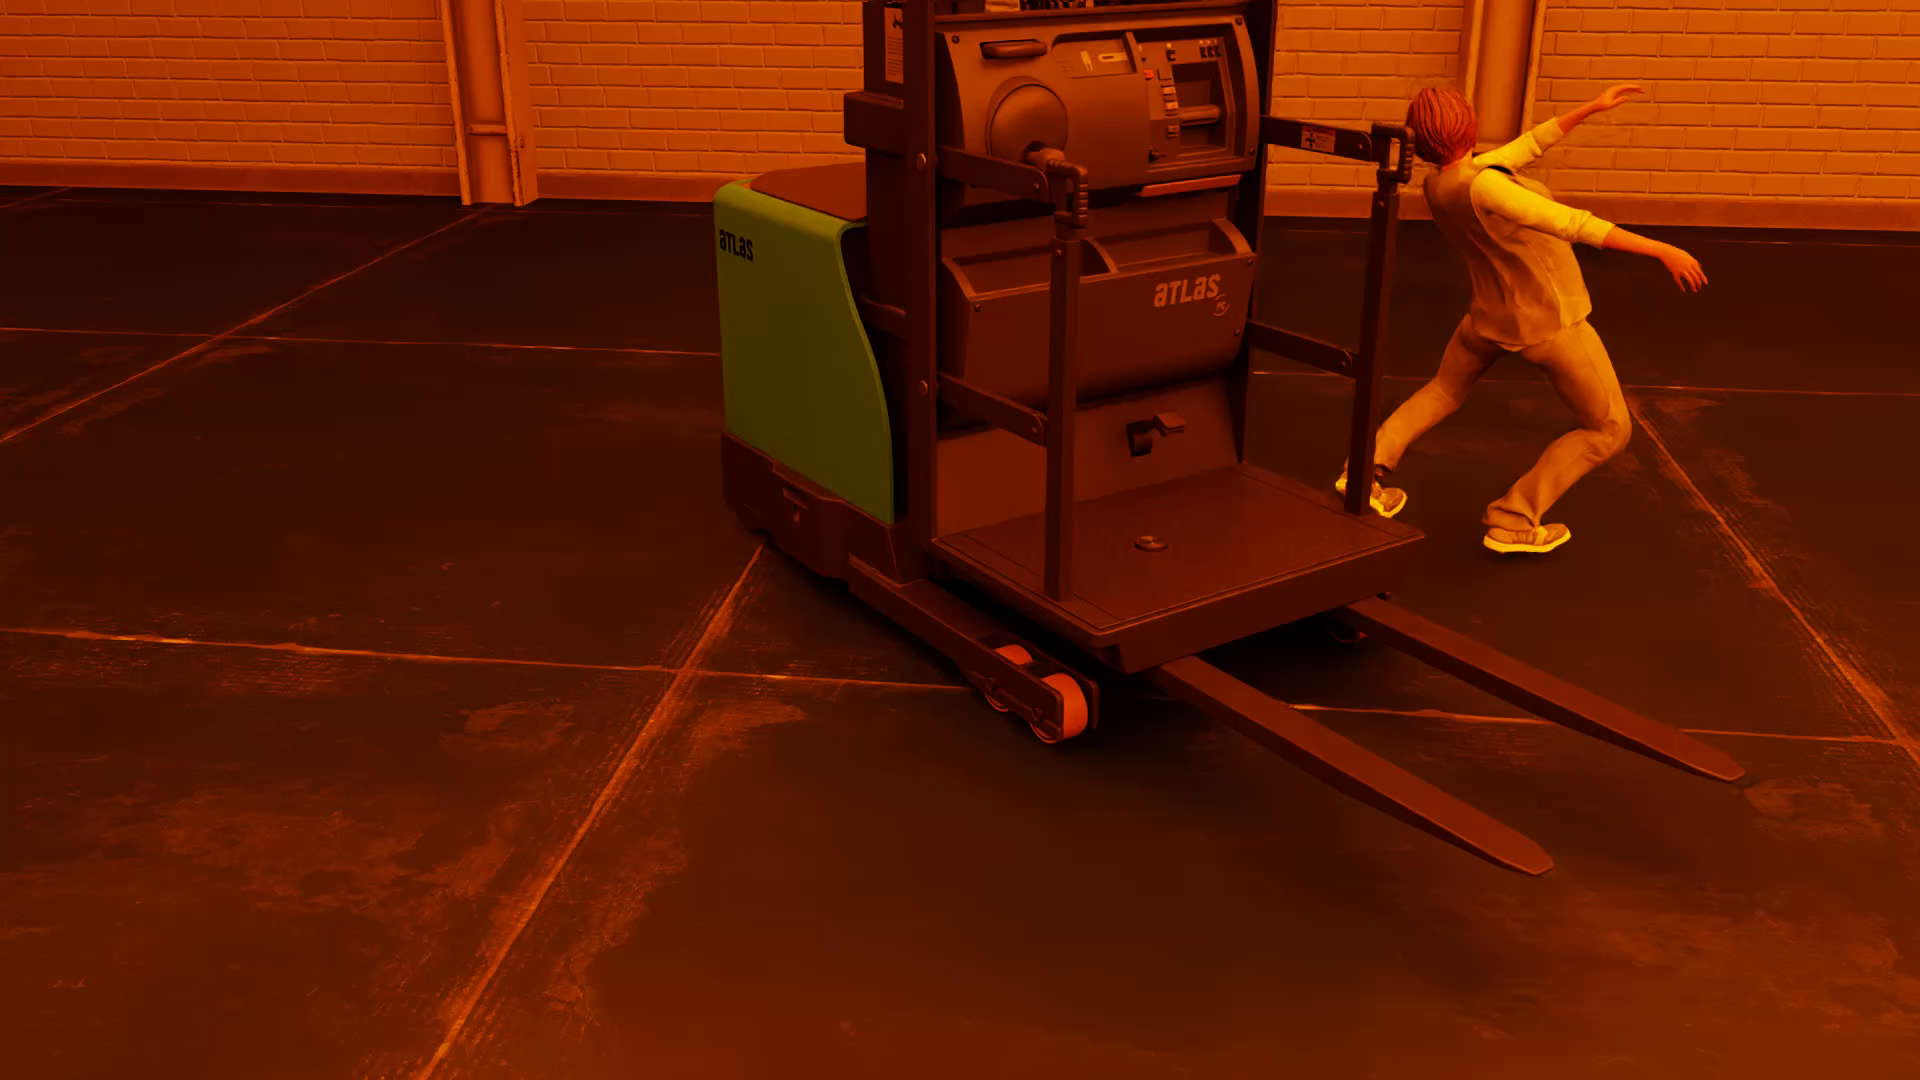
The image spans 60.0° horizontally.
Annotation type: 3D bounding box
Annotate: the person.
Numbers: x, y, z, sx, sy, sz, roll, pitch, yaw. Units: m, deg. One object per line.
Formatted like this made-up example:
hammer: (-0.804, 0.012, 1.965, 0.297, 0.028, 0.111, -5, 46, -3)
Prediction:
person: (1.642, -0.592, 4.766, 0.676, 1.347, 0.895, -12, 25, -27)

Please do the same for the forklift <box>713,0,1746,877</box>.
forklift: (0.488, -1.076, 3.926, 1.130, 2.935, 3.031, -14, 26, -31)
